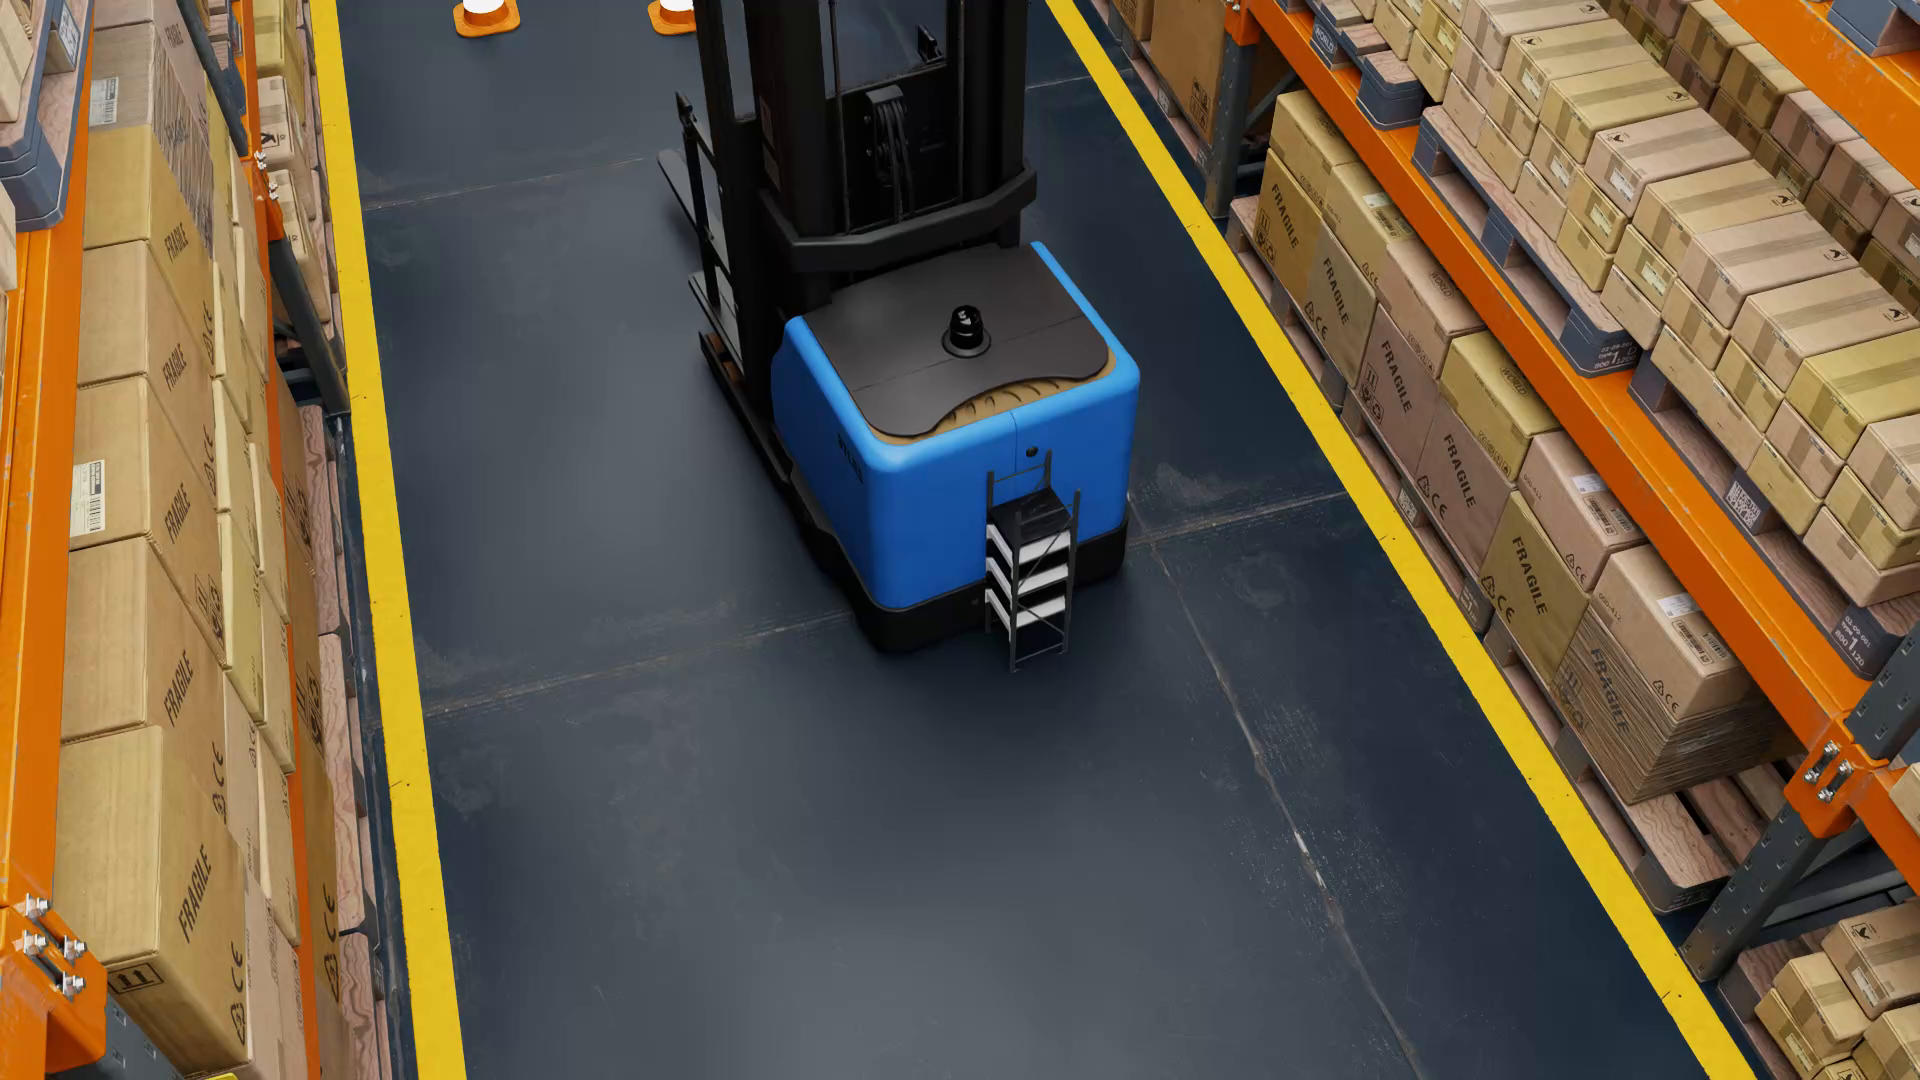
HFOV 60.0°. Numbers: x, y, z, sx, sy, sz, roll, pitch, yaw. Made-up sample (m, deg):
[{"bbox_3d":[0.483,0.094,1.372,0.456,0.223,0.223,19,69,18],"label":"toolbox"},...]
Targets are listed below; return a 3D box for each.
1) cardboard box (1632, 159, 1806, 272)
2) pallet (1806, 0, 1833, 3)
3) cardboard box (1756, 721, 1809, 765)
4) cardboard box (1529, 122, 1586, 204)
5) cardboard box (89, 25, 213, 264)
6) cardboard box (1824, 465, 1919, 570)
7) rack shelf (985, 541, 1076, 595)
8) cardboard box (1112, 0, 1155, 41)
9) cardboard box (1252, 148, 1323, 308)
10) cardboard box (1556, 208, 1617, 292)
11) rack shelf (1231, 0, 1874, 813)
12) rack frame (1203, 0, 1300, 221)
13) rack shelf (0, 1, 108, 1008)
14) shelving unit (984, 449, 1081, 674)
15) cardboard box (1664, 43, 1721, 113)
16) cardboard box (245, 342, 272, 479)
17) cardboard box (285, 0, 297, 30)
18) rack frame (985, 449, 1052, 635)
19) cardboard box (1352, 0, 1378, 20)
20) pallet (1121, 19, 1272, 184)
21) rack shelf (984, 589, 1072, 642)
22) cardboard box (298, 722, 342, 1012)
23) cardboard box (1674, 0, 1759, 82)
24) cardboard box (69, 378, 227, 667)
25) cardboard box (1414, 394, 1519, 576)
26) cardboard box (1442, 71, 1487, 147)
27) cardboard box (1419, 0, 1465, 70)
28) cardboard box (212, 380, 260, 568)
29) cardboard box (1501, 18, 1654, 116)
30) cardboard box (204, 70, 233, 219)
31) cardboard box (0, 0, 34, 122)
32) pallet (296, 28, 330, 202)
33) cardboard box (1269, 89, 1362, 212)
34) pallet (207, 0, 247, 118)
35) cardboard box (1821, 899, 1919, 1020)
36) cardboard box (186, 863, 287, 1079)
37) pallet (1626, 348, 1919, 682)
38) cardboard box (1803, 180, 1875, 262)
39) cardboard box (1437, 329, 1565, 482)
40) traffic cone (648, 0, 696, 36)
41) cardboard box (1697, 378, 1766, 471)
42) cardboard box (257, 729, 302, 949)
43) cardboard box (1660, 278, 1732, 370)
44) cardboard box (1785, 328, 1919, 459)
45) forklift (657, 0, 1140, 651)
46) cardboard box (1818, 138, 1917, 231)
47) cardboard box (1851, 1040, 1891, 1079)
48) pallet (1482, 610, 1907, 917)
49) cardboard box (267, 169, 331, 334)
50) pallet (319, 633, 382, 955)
[{"bbox_3d":[2.223,-0.952,4.881,0.380,0.149,0.250,-15,51,-12],"label":"cardboard box"},{"bbox_3d":[2.440,-1.837,4.288,1.213,0.211,1.003,-13,51,-11],"label":"pallet"},{"bbox_3d":[2.865,0.371,5.625,0.500,0.500,0.500,-12,51,-10],"label":"cardboard box"},{"bbox_3d":[2.064,-1.236,5.315,0.380,0.149,0.250,-12,51,-10],"label":"cardboard box"},{"bbox_3d":[-2.489,-1.091,4.778,0.500,0.500,0.500,-13,51,-10],"label":"cardboard box"},{"bbox_3d":[2.524,-0.096,4.353,0.380,0.149,0.250,-12,51,-10],"label":"cardboard box"},{"bbox_3d":[0.246,0.057,5.829,0.258,0.077,0.200,-20,53,-16],"label":"rack shelf"},{"bbox_3d":[1.291,-3.134,8.417,1.050,0.750,0.750,-13,51,-10],"label":"cardboard box"},{"bbox_3d":[1.613,-1.376,7.098,0.500,0.500,0.500,-15,52,-13],"label":"cardboard box"},{"bbox_3d":[2.135,-0.950,5.268,0.380,0.149,0.250,-11,51,-9],"label":"cardboard box"},{"bbox_3d":[2.239,-0.928,5.831,1.077,0.370,4.000,-13,51,-11],"label":"rack shelf"},{"bbox_3d":[1.647,-2.621,6.787,1.000,3.000,0.127,-13,51,-11],"label":"rack frame"},{"bbox_3d":[-2.460,-0.702,3.678,1.077,0.370,4.000,-13,51,-11],"label":"rack shelf"},{"bbox_3d":[0.246,0.093,5.872,0.258,0.900,0.210,-20,53,-16],"label":"shelving unit"},{"bbox_3d":[2.612,-1.572,5.598,0.380,0.149,0.250,-12,51,-10],"label":"cardboard box"},{"bbox_3d":[-2.354,-0.328,4.952,0.500,0.250,0.500,-14,51,-11],"label":"cardboard box"},{"bbox_3d":[-3.861,-2.731,8.324,0.950,0.372,0.625,-10,51,-9],"label":"cardboard box"},{"bbox_3d":[0.202,0.023,5.932,0.240,0.900,0.006,-20,53,-16],"label":"rack frame"},{"bbox_3d":[1.666,-2.107,6.244,0.380,0.149,0.250,-11,51,-9],"label":"cardboard box"},{"bbox_3d":[1.486,-2.315,8.353,1.003,0.211,1.213,-13,51,-11],"label":"pallet"},{"bbox_3d":[0.246,0.231,6.036,0.258,0.077,0.200,-20,53,-16],"label":"rack shelf"},{"bbox_3d":[-2.403,0.950,4.892,0.875,0.875,0.875,-12,51,-10],"label":"cardboard box"},{"bbox_3d":[2.610,-1.668,5.484,0.380,0.149,0.250,-11,51,-9],"label":"cardboard box"},{"bbox_3d":[-2.047,0.021,3.841,0.500,0.500,0.500,-14,51,-12],"label":"cardboard box"},{"bbox_3d":[2.072,-0.263,6.160,0.500,0.500,0.500,-14,51,-12],"label":"cardboard box"},{"bbox_3d":[1.908,-1.519,5.748,0.380,0.149,0.250,-12,51,-10],"label":"cardboard box"},{"bbox_3d":[1.838,-1.797,5.788,0.380,0.149,0.250,-13,51,-11],"label":"cardboard box"},{"bbox_3d":[-2.186,-0.122,4.452,0.500,0.250,0.500,-15,51,-12],"label":"cardboard box"},{"bbox_3d":[1.989,-1.526,5.365,0.380,0.149,0.250,-12,51,-10],"label":"cardboard box"},{"bbox_3d":[-2.666,-1.244,5.398,0.500,0.250,0.500,-13,51,-11],"label":"cardboard box"},{"bbox_3d":[-2.075,-0.979,3.254,0.396,0.266,0.258,-10,51,-8],"label":"cardboard box"},{"bbox_3d":[-3.638,-1.990,8.079,1.003,0.211,1.213,-13,51,-11],"label":"pallet"},{"bbox_3d":[1.620,-1.634,6.825,0.500,0.250,0.500,-15,52,-13],"label":"cardboard box"},{"bbox_3d":[-3.364,-1.862,6.273,1.213,0.211,1.003,-13,51,-11],"label":"pallet"},{"bbox_3d":[2.734,1.191,4.775,0.380,0.149,0.250,-11,51,-9],"label":"cardboard box"},{"bbox_3d":[-1.729,0.996,3.509,0.500,0.250,0.500,-15,51,-12],"label":"cardboard box"},{"bbox_3d":[2.743,-0.229,4.896,1.003,0.211,1.213,-13,51,-11],"label":"pallet"},{"bbox_3d":[2.838,-1.005,5.120,0.380,0.149,0.250,-11,51,-10],"label":"cardboard box"},{"bbox_3d":[2.059,-0.519,5.885,0.500,0.250,0.500,-15,52,-13],"label":"cardboard box"},{"bbox_3d":[-1.489,-2.957,8.730,0.336,0.463,0.334,-13,51,-11],"label":"traffic cone"},{"bbox_3d":[2.374,-0.371,4.780,0.380,0.149,0.250,-13,51,-11],"label":"cardboard box"},{"bbox_3d":[-1.901,0.783,4.015,0.500,0.250,0.500,-14,51,-12],"label":"cardboard box"},{"bbox_3d":[2.289,-0.668,4.836,0.380,0.149,0.250,-15,51,-12],"label":"cardboard box"},{"bbox_3d":[2.445,-0.391,4.408,0.380,0.149,0.250,-15,51,-12],"label":"cardboard box"},{"bbox_3d":[-0.459,-1.679,6.038,1.130,2.935,3.031,-20,53,-16],"label":"forklift"},{"bbox_3d":[2.844,-1.097,5.003,0.380,0.149,0.250,-14,51,-11],"label":"cardboard box"},{"bbox_3d":[2.792,1.490,4.717,0.380,0.149,0.250,-13,51,-11],"label":"cardboard box"},{"bbox_3d":[2.598,0.631,5.870,1.003,0.211,1.213,-13,51,-11],"label":"pallet"},{"bbox_3d":[-3.209,-1.131,6.975,0.950,0.372,0.625,-16,52,-13],"label":"cardboard box"},{"bbox_3d":[-2.533,0.953,5.598,1.003,0.211,1.213,-13,51,-11],"label":"pallet"}]
